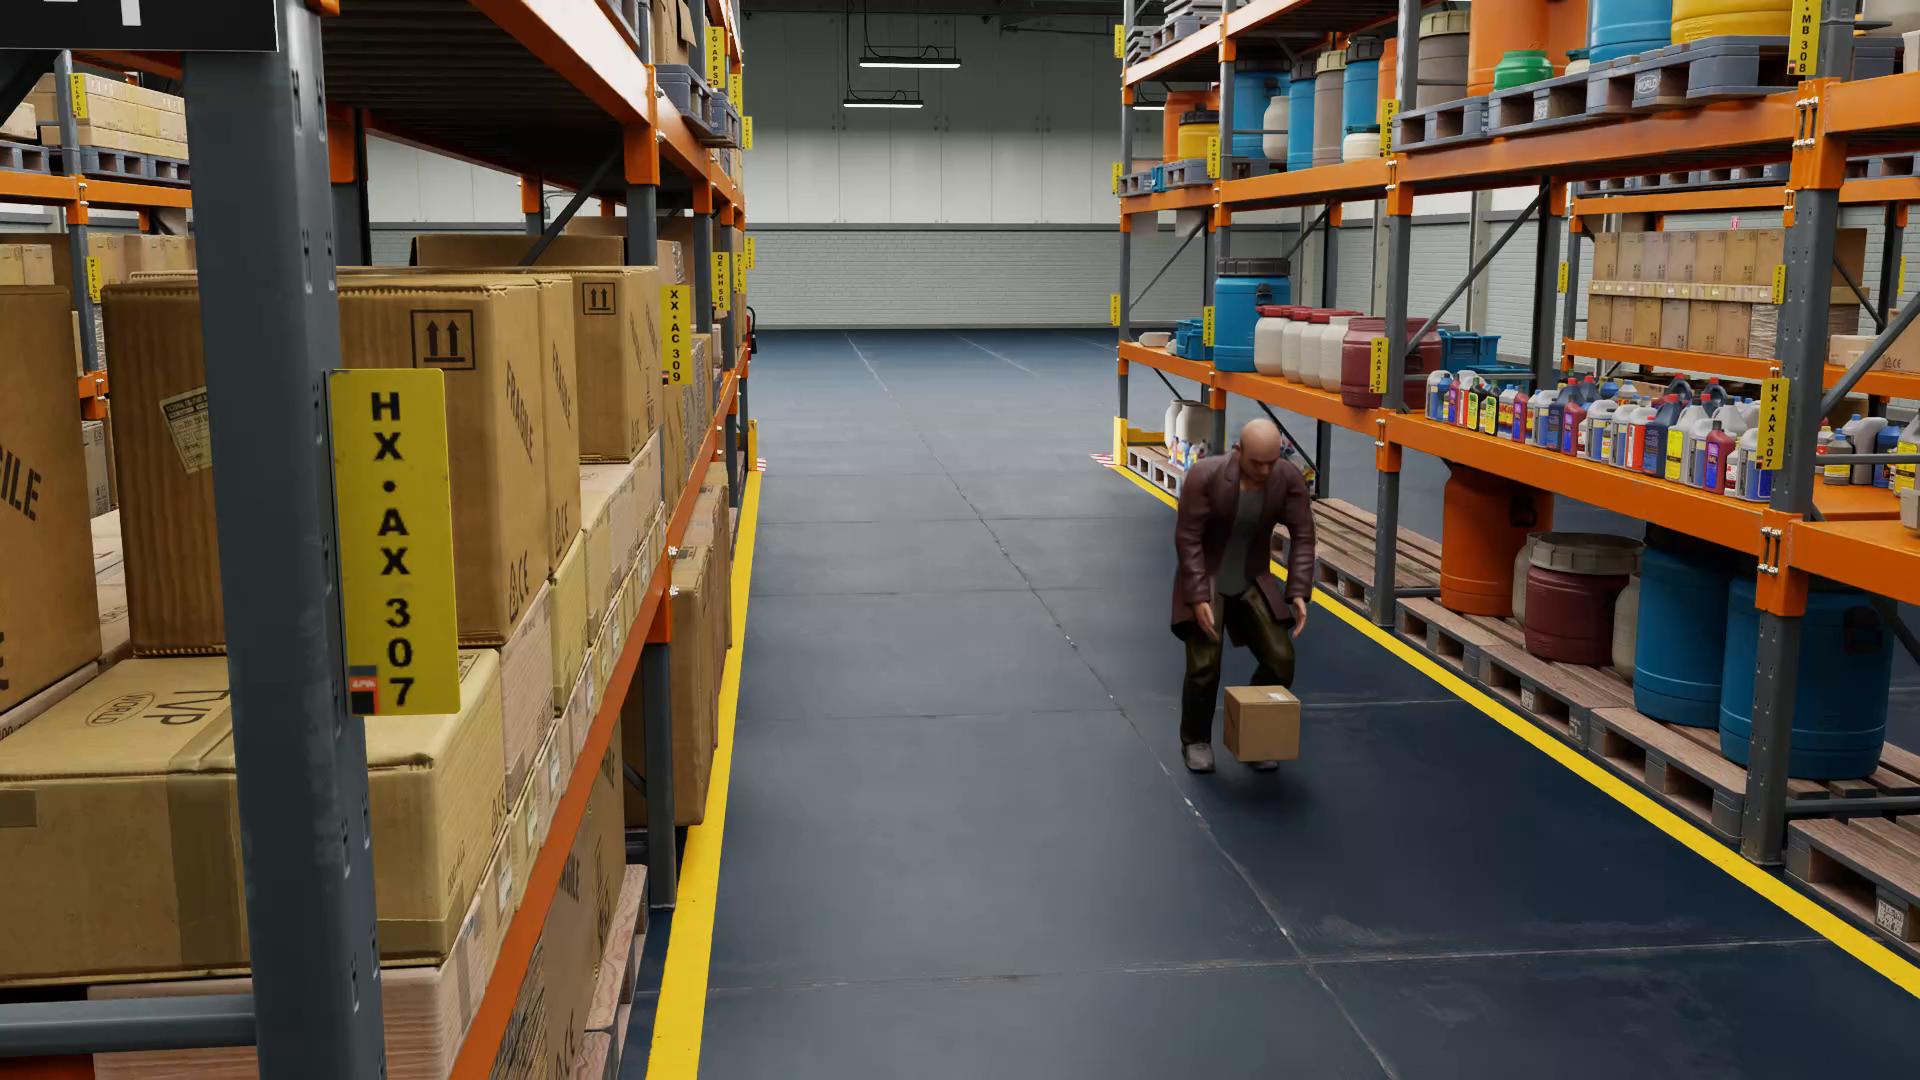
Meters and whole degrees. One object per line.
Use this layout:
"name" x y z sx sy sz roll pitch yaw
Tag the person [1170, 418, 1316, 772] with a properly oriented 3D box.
"person" 1.228 0.232 7.284 0.625 1.552 0.612 -1 10 -6
